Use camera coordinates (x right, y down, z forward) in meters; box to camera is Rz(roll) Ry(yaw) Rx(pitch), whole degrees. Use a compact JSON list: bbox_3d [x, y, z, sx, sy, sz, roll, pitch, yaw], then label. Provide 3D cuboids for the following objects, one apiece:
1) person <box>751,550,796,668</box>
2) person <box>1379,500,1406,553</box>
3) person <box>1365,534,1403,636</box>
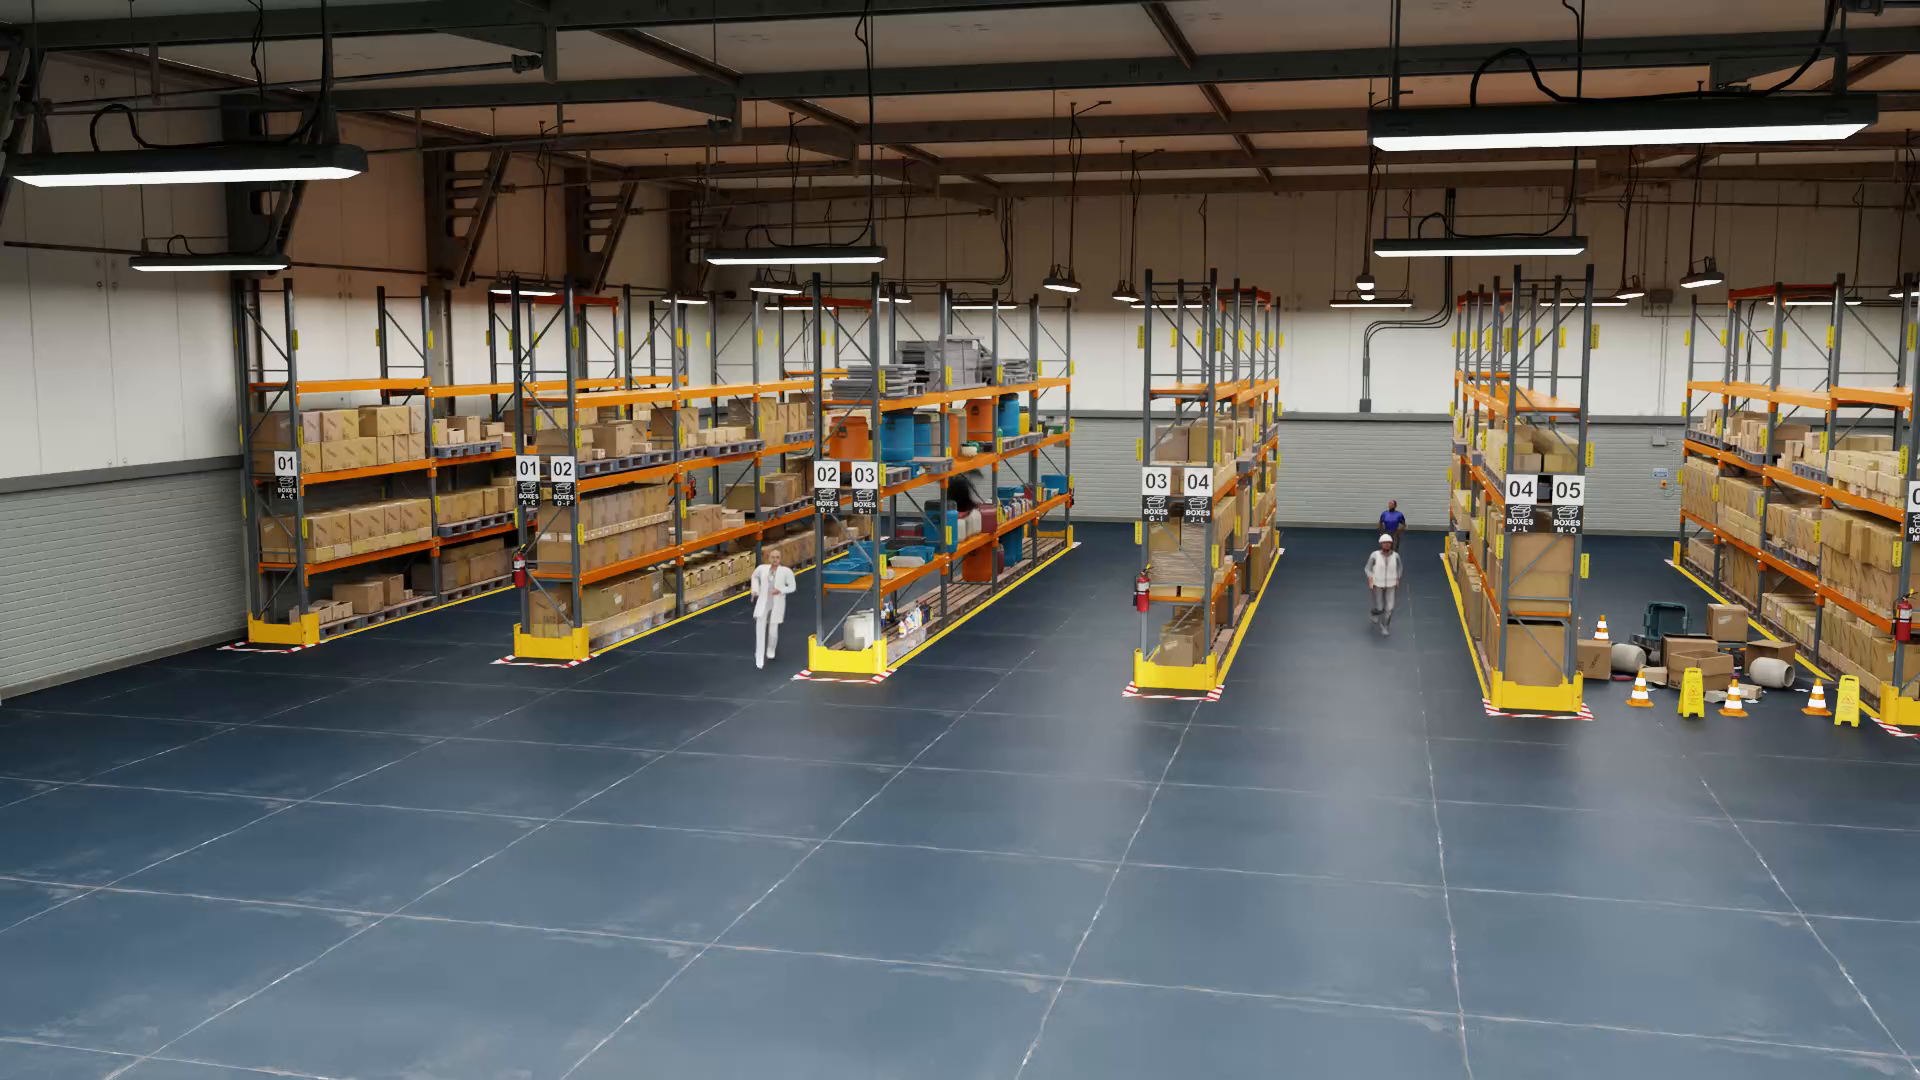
[{"bbox_3d":[-2.903,1.060,25.861,0.720,1.839,0.911,0,7,0],"label":"person"},{"bbox_3d":[9.220,-0.054,35.527,0.587,1.623,0.543,2,7,19],"label":"person"},{"bbox_3d":[7.250,0.746,28.468,0.647,1.727,0.637,0,7,3],"label":"person"}]
